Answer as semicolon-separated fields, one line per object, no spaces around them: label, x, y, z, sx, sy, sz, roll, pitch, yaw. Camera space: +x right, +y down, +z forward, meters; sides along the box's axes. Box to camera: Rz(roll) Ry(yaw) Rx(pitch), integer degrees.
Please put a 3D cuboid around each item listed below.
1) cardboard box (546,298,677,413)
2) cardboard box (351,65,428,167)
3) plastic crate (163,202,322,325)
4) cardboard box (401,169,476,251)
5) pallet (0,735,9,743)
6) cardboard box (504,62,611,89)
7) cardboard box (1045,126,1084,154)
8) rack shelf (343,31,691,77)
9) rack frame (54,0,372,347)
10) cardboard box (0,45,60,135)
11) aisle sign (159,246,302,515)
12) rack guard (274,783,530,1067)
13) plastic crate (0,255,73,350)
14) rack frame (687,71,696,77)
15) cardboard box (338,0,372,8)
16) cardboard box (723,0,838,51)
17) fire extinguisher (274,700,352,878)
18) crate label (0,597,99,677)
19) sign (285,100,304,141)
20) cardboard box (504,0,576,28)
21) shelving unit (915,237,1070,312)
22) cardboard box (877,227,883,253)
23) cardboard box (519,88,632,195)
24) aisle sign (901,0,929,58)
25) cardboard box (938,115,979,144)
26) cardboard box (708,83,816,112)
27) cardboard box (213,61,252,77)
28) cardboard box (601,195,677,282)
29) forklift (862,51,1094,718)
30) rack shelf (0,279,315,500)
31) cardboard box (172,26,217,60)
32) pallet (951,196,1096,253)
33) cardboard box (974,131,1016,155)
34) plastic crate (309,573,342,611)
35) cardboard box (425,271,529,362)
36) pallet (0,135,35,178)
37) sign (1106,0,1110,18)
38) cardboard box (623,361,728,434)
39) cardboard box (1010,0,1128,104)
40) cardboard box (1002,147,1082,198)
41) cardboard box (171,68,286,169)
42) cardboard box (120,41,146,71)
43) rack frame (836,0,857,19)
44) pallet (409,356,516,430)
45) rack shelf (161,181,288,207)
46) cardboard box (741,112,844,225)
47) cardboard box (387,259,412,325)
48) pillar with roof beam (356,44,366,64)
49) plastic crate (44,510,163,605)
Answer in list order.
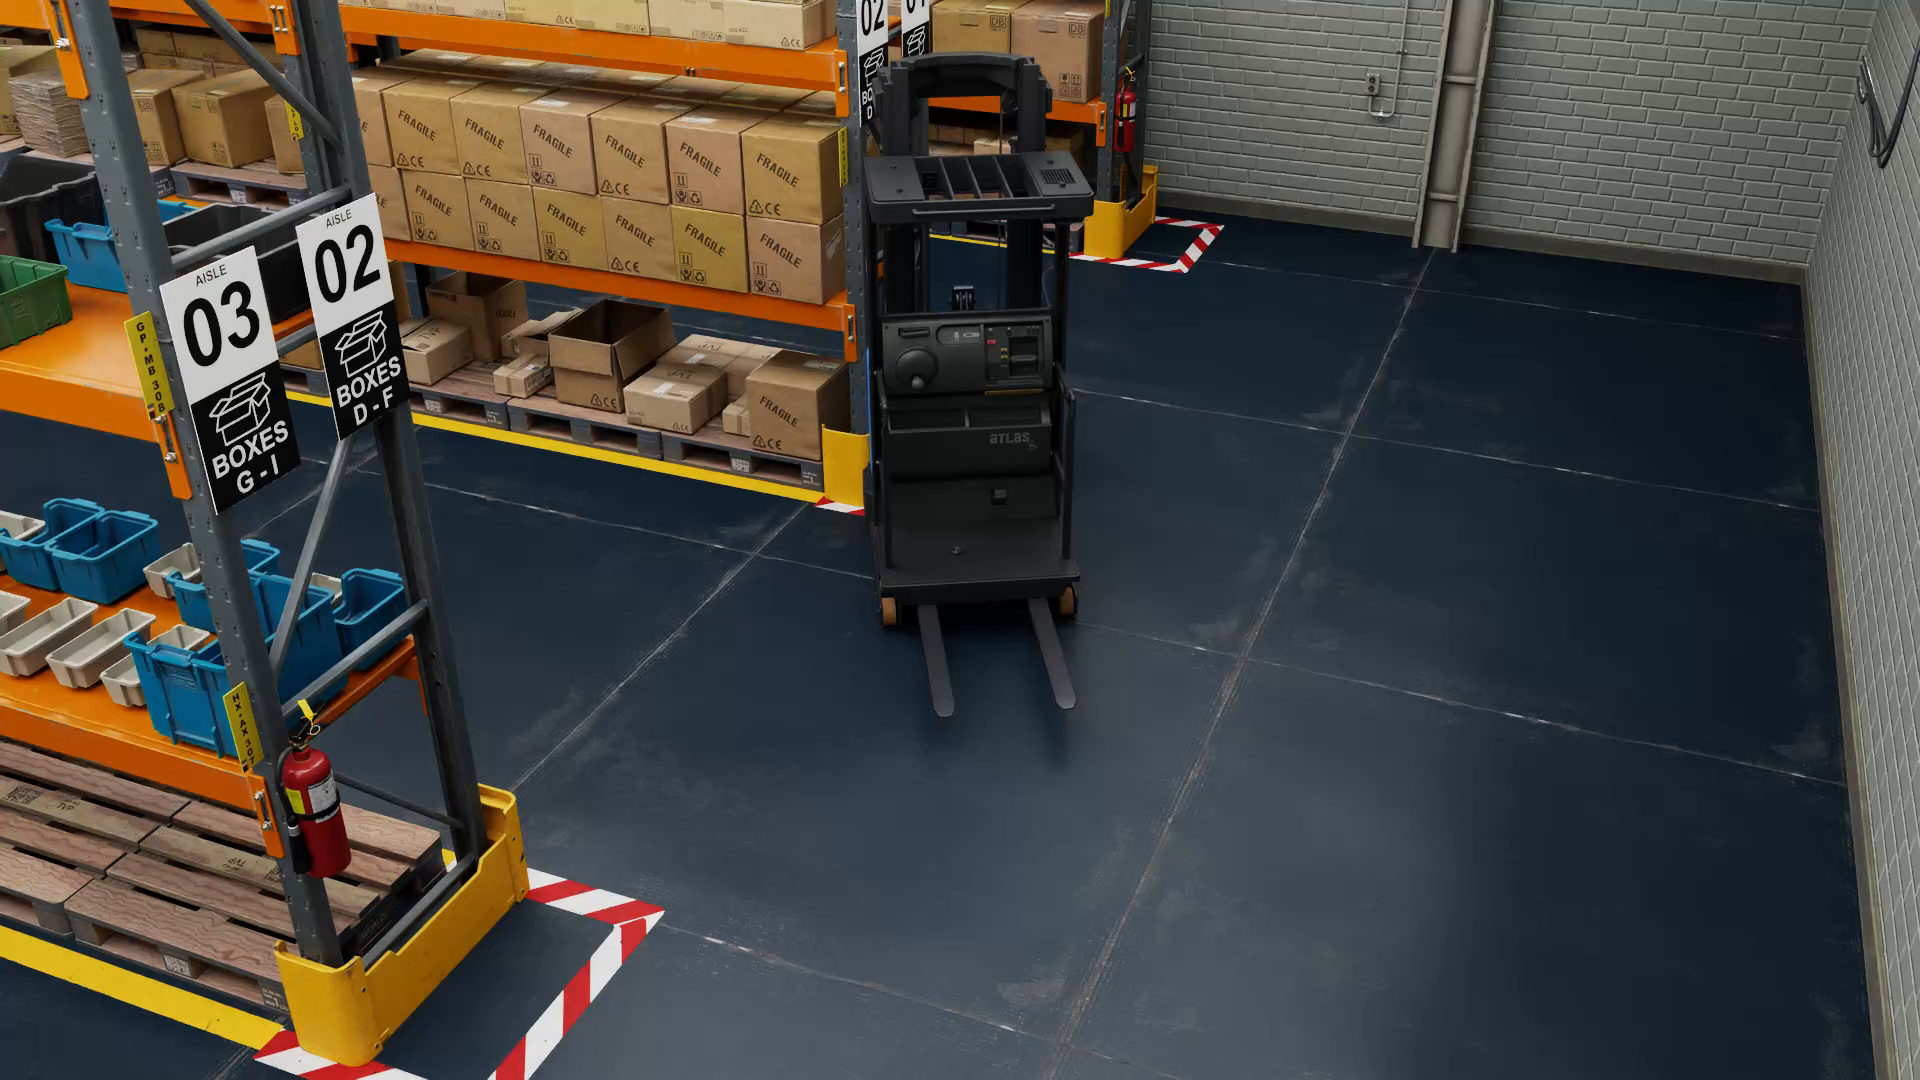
cardboard box;-2.400;-1.286;11.478;0.637;0.503;0.797;11;31;19
cardboard box;-3.812;-2.790;10.931;0.500;0.500;0.500;12;32;20
plastic crate;-2.554;-0.976;5.924;0.590;0.269;0.497;11;31;19
cardboard box;-3.297;-2.258;11.007;0.500;0.500;0.500;12;32;20
pallet;-5.313;1.063;8.065;1.213;0.211;1.003;11;31;19
cardboard box;-2.634;-2.843;11.025;0.500;0.500;0.500;12;31;20
cardboard box;0.928;-3.575;14.892;0.250;0.149;0.380;12;31;19
rack shelf;-4.137;-4.843;16.412;4.000;0.370;1.077;11;31;19
rack frame;-2.302;-2.141;4.803;0.127;3.000;1.000;11;31;19
cardboard box;-7.223;-3.428;12.649;0.500;0.500;0.700;1;30;2
aisle sign;-2.345;-0.514;5.380;0.004;0.787;0.394;11;31;19
rack guard;-2.275;1.558;6.897;0.348;0.500;1.175;11;31;19
plastic crate;-3.323;-0.795;5.686;0.336;0.188;0.450;11;31;19
rack frame;-2.284;-4.786;15.581;0.127;3.000;1.000;11;31;19
cardboard box;-3.785;-3.564;10.523;0.500;0.250;0.500;11;31;19
cardboard box;-1.011;-3.002;9.528;0.500;0.250;0.500;11;31;19
fire extinguisher;-2.333;0.902;5.974;0.183;0.674;0.296;11;31;19
crate label;-3.656;0.391;6.628;0.243;0.136;0.396;11;31;19
sign;-4.348;-2.777;10.849;0.005;0.325;0.100;11;31;19
cardboard box;-2.396;-3.286;10.031;0.500;0.250;0.500;11;31;19
shelving unit;0.082;-1.263;10.829;1.048;1.500;0.538;-13;37;-22
cardboard box;-0.748;-2.033;10.607;0.500;0.500;0.500;12;32;20
cardboard box;-2.379;-2.504;10.426;0.500;0.500;0.500;12;32;21
aisle sign;-0.263;-3.040;9.849;0.004;0.787;0.394;11;31;19
cardboard box;-0.010;-3.762;15.222;0.250;0.149;0.380;12;32;20
cardboard box;-1.236;-2.561;10.526;0.500;0.500;0.500;12;31;20
cardboard box;-7.582;-4.966;17.992;0.500;0.500;0.700;11;31;19
cardboard box;-1.896;-1.978;10.511;0.500;0.500;0.500;12;31;20
forklift;0.068;-0.971;8.901;1.130;2.935;3.031;-3;30;-5
rack shelf;-4.155;-0.892;6.373;4.000;0.370;1.077;11;31;19
cardboard box;-8.116;-5.393;17.985;0.500;0.250;0.500;10;31;18
pallet;0.652;-2.944;15.156;1.213;0.211;1.003;11;31;19
cardboard box;0.312;-3.495;14.750;0.250;0.149;0.380;12;32;20
plastic crate;-2.673;0.267;6.848;0.298;0.136;0.250;11;31;19
cardboard box;-3.508;-1.654;12.132;0.500;0.500;0.500;11;31;19
pallet;-7.195;-3.090;12.774;1.003;0.211;1.213;11;31;19
sign;1.206;-4.408;13.495;0.005;0.325;0.100;11;31;19
cardboard box;-1.902;-0.959;11.157;0.500;0.250;0.500;11;31;19
cardboard box;0.946;-4.266;14.356;0.700;0.700;0.980;13;32;21
cardboard box;0.737;-3.225;14.931;0.500;0.500;0.700;11;31;19
cardboard box;-5.159;-3.041;11.965;0.500;0.500;0.700;17;33;27
cardboard box;-9.008;-5.241;18.478;0.500;0.500;0.700;12;32;21
rack frame;-0.436;-4.398;8.798;0.127;3.000;1.000;11;31;19
pallet;-3.507;-1.185;12.044;1.213;0.211;1.003;11;31;19
rack shelf;-5.996;-2.584;12.415;4.000;0.370;1.077;11;31;19
cardboard box;-0.952;-2.222;9.927;0.500;0.500;0.500;11;31;19
cardboard box;-4.499;-1.831;12.445;0.500;0.500;0.500;10;31;17
pillar with roof beam;-8.488;-6.810;13.064;0.400;9.000;9.100;11;31;19
plastic crate;-3.627;0.078;7.083;0.300;0.233;0.416;11;31;19
